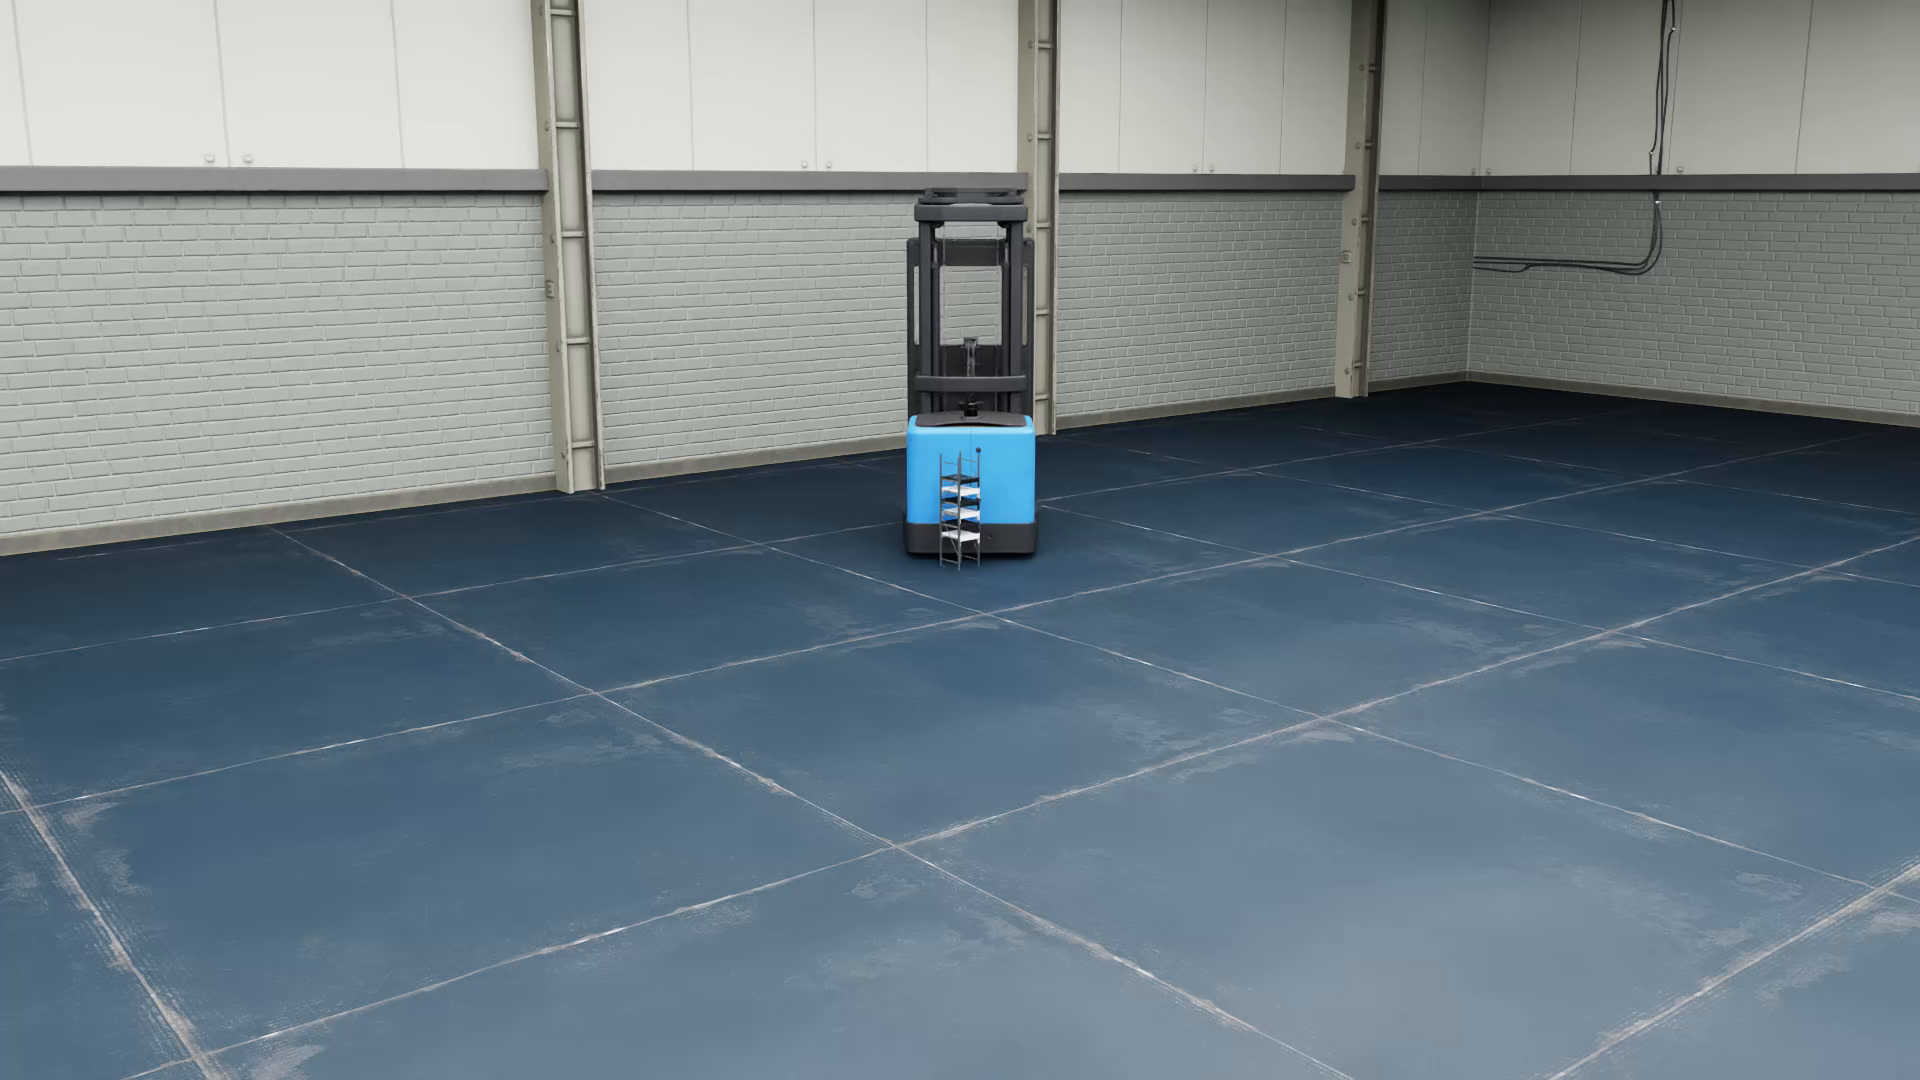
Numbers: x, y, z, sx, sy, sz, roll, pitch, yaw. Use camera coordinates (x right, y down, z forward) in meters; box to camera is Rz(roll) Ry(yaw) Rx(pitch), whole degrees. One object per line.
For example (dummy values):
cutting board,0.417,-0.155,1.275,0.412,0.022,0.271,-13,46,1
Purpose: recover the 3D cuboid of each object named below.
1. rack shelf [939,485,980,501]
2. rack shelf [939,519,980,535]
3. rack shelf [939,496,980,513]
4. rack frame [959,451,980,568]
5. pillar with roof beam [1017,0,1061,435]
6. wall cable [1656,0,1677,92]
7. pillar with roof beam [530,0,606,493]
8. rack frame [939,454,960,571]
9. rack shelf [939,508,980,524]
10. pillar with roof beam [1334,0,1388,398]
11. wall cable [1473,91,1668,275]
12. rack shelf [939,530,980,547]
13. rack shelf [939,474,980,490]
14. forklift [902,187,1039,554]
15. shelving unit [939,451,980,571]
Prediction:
rack shelf,-0.003,-0.371,13.004,0.200,0.077,0.258,-10,16,-40
rack shelf,-0.003,-0.107,13.060,0.200,0.077,0.258,-10,16,-40
rack shelf,-0.003,-0.283,13.022,0.200,0.077,0.258,-10,16,-40
rack frame,0.075,-0.241,13.099,0.006,0.900,0.240,-10,16,-40
pillar with roof beam,3.606,-4.988,15.954,0.400,9.000,9.100,-9,15,-38
wall cable,10.419,-7.145,21.431,0.112,2.526,3.097,-9,15,-38
pillar with roof beam,-1.079,-4.209,12.288,0.400,9.000,9.100,-9,15,-38
rack frame,-0.080,-0.214,12.969,0.006,0.900,0.240,-10,16,-40
rack shelf,-0.003,-0.195,13.041,0.200,0.077,0.258,-10,16,-40
pillar with roof beam,8.291,-5.767,19.621,0.400,9.000,9.100,-9,15,-38
wall cable,8.729,-5.114,24.022,0.112,2.526,3.097,-9,15,-38
rack shelf,-0.003,-0.019,13.078,0.200,0.077,0.258,-10,16,-40
rack shelf,-0.003,-0.459,12.985,0.200,0.077,0.258,-10,16,-40
forklift,0.090,-1.573,14.480,1.130,2.935,3.031,0,12,0
shelving unit,-0.003,-0.228,13.034,0.210,0.900,0.258,-10,16,-40
